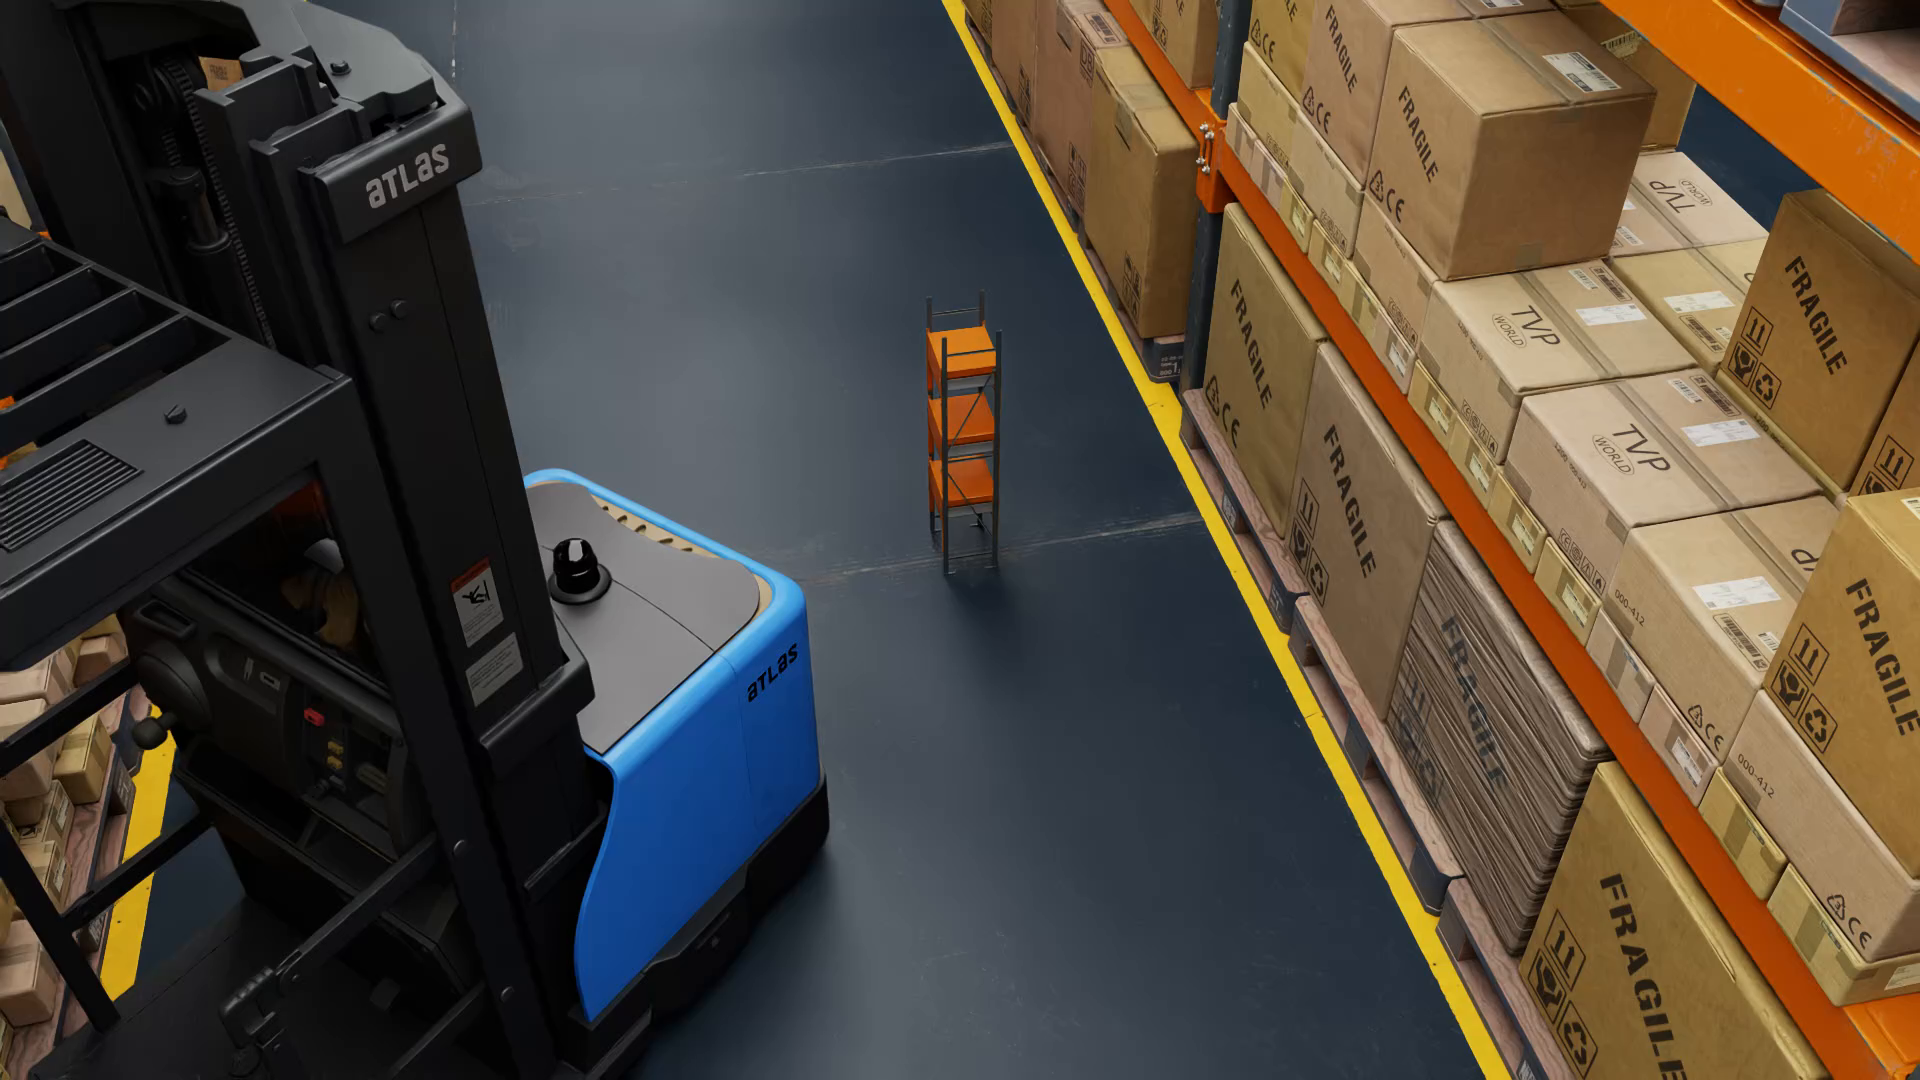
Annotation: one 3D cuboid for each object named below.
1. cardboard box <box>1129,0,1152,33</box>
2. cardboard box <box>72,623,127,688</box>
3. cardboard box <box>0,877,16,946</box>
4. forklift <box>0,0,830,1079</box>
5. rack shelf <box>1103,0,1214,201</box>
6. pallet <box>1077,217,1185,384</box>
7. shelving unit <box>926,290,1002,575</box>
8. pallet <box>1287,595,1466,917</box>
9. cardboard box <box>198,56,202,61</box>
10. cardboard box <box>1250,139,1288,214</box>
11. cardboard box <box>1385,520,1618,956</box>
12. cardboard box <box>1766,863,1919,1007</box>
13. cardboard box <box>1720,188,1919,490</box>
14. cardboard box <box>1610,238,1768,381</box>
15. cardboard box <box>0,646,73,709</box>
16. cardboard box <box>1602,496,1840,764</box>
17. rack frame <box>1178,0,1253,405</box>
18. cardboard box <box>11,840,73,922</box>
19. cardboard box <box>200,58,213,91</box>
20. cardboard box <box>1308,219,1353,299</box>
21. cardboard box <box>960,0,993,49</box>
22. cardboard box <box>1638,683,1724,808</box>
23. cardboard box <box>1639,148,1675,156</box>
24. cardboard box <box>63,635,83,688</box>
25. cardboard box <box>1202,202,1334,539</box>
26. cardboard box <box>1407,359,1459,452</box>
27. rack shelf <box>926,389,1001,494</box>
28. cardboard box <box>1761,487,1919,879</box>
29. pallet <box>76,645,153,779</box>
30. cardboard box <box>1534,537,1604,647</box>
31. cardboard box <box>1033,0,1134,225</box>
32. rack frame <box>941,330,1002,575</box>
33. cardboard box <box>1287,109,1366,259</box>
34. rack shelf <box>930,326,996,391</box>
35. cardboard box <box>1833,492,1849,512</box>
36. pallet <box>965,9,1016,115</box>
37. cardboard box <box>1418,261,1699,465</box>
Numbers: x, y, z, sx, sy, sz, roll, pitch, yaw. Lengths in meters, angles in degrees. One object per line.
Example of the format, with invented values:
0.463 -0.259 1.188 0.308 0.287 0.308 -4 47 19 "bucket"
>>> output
0.940 -2.368 6.583 0.500 0.500 0.500 -7 42 -8 "cardboard box"
-2.946 0.357 5.420 0.380 0.149 0.250 -10 43 -11 "cardboard box"
-2.679 0.941 4.314 0.380 0.149 0.250 -8 42 -9 "cardboard box"
-1.646 0.461 3.523 1.130 2.935 3.031 24 47 25 "forklift"
0.976 -2.773 7.656 1.077 0.370 4.000 -8 42 -9 "rack shelf"
1.167 -1.192 7.434 1.003 0.211 1.213 -8 42 -9 "pallet"
0.012 -0.358 5.862 0.215 1.050 0.252 -8 42 -9 "shelving unit"
1.762 0.594 5.422 1.003 0.211 1.213 -8 42 -9 "pallet"
-3.703 -2.132 7.394 0.500 0.250 0.500 -7 42 -8 "cardboard box"
1.203 -1.242 5.579 0.380 0.149 0.250 -10 43 -11 "cardboard box"
1.858 0.492 4.721 0.875 0.875 0.875 -8 42 -9 "cardboard box"
1.872 0.758 3.326 0.380 0.149 0.250 -8 42 -8 "cardboard box"
2.205 -0.497 3.874 0.500 0.500 0.500 -9 42 -10 "cardboard box"
2.089 -0.557 4.507 0.500 0.250 0.500 -9 42 -10 "cardboard box"
-2.844 0.442 4.876 0.380 0.149 0.250 -10 43 -11 "cardboard box"
1.798 0.187 3.668 0.500 0.250 0.500 -9 42 -10 "cardboard box"
1.407 -1.745 5.957 1.000 3.000 0.127 -8 42 -9 "rack frame"
-2.742 1.016 4.678 0.380 0.149 0.250 -8 42 -9 "cardboard box"
-3.685 -1.849 7.640 0.500 0.500 0.500 -10 43 -11 "cardboard box"
1.319 -0.901 5.195 0.380 0.149 0.250 -9 42 -10 "cardboard box"
0.672 -3.250 8.936 1.225 0.875 0.875 -10 43 -11 "cardboard box"
1.761 0.426 3.700 0.380 0.149 0.250 -8 42 -9 "cardboard box"
1.873 -1.217 5.250 0.500 0.250 0.500 -7 42 -8 "cardboard box"
-2.975 0.378 5.172 0.380 0.149 0.250 -8 42 -9 "cardboard box"
1.472 -0.669 6.028 0.875 0.875 0.875 -8 42 -9 "cardboard box"
1.484 -0.402 4.632 0.380 0.149 0.250 -9 42 -11 "cardboard box"
0.012 -0.350 5.869 0.215 0.259 0.240 -8 42 -9 "rack shelf"
1.909 0.234 3.051 0.500 0.500 0.500 -8 42 -9 "cardboard box"
-3.278 0.373 5.671 1.003 0.211 1.213 -8 42 -9 "pallet"
1.650 0.096 4.072 0.380 0.149 0.250 -9 42 -10 "cardboard box"
1.056 -2.099 7.639 1.225 0.875 0.875 -10 43 -11 "cardboard box"
0.038 -0.279 5.773 0.200 1.050 0.008 -8 42 -9 "rack frame"
1.355 -1.135 5.158 0.500 0.250 0.500 -9 42 -9 "cardboard box"
0.012 -0.613 5.636 0.184 0.087 0.229 -8 42 -9 "rack shelf"
2.312 0.106 3.759 0.500 0.250 0.500 -9 42 -10 "cardboard box"
0.640 -2.773 9.215 1.003 0.211 1.213 -8 42 -9 "pallet"
1.571 -0.480 4.420 0.500 0.250 0.500 -8 42 -9 "cardboard box"
